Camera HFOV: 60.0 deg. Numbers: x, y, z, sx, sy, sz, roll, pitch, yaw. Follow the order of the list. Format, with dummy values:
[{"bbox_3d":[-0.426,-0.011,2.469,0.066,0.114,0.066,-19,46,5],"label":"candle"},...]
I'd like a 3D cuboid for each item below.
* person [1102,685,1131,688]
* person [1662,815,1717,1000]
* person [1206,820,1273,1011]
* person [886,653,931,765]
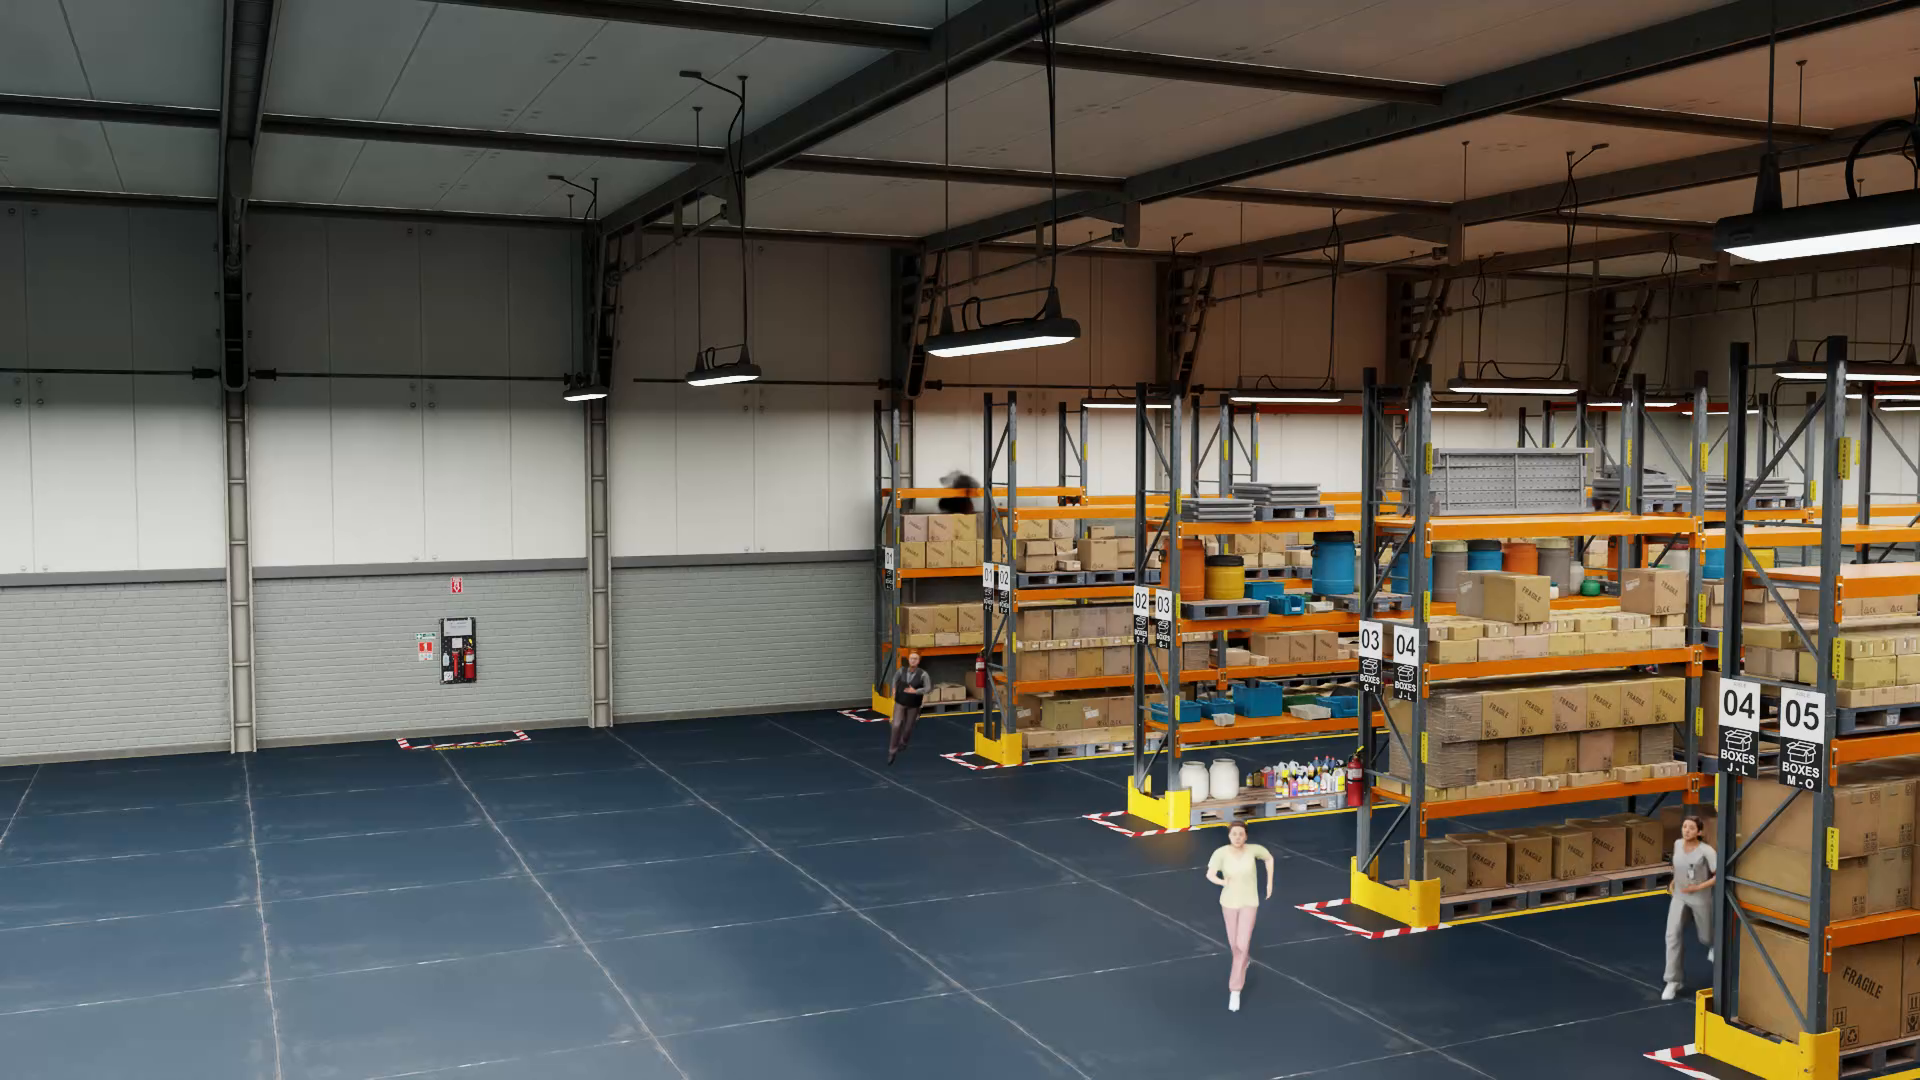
[{"bbox_3d":[2.846,2.203,30.707,0.793,1.817,0.686,-2,4,-32],"label":"person"},{"bbox_3d":[6.976,3.425,15.770,0.529,1.667,1.104,3,5,44],"label":"person"},{"bbox_3d":[2.608,3.431,15.528,0.599,1.707,0.894,1,3,14],"label":"person"},{"bbox_3d":[-0.793,2.654,26.458,0.701,1.742,0.811,0,3,6],"label":"person"}]
